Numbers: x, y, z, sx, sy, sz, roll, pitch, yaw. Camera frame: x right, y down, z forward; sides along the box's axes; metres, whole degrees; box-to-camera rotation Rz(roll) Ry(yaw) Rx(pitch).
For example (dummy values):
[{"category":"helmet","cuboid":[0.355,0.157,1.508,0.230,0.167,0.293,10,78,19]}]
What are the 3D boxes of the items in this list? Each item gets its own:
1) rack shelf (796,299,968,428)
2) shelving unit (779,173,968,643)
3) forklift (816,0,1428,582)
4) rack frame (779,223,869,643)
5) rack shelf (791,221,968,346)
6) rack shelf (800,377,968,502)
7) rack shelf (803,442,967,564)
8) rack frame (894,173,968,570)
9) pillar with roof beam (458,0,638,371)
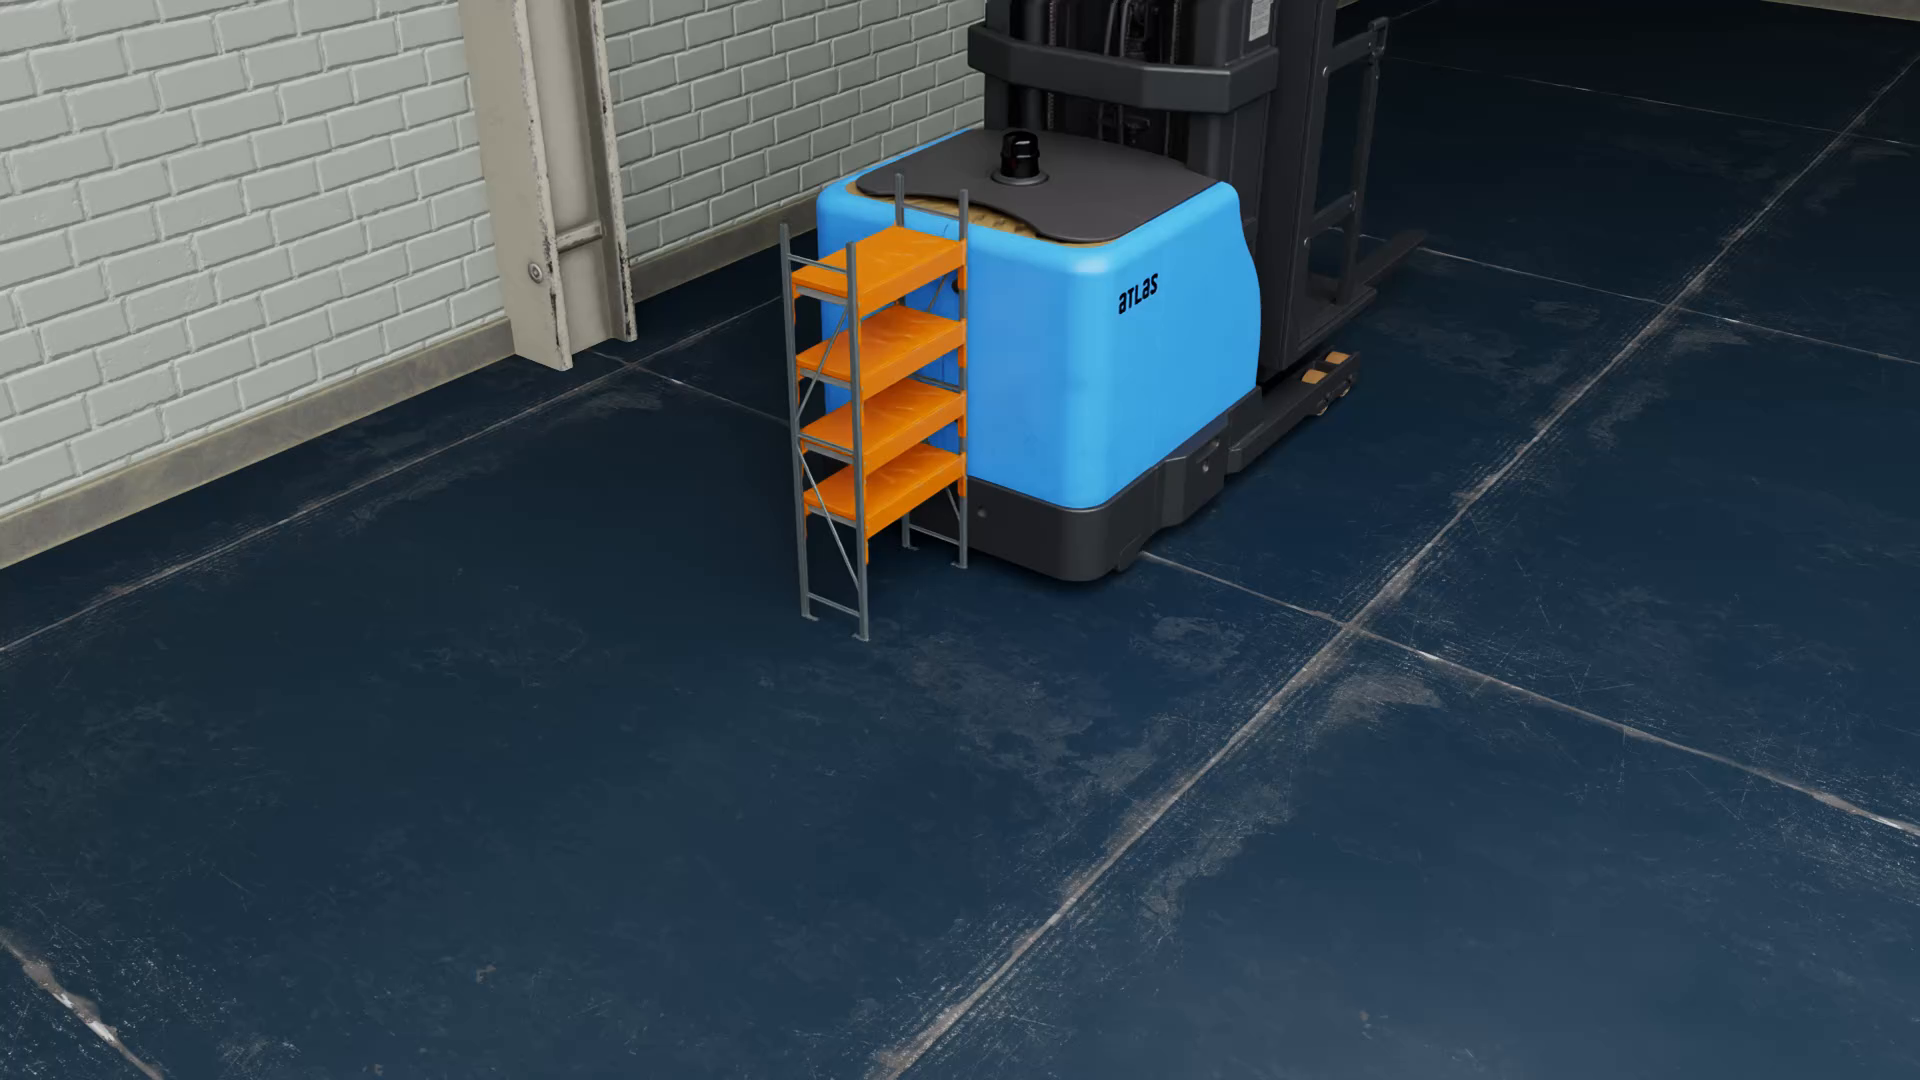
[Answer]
[{"category":"rack shelf","cuboid":[-0.221,-0.495,4.602,0.258,0.148,0.480,20,36,30]},{"category":"shelving unit","cuboid":[-0.221,-0.361,4.682,0.258,1.200,0.503,20,36,30]},{"category":"forklift","cuboid":[0.821,-1.837,5.475,1.130,2.935,3.031,20,36,30]},{"category":"rack frame","cuboid":[-0.362,-0.259,4.510,0.240,1.200,0.015,20,36,30]},{"category":"rack shelf","cuboid":[-0.221,-0.699,4.481,0.258,0.148,0.480,20,36,30]},{"category":"rack shelf","cuboid":[-0.221,-0.303,4.716,0.258,0.148,0.480,20,36,30]},{"category":"rack shelf","cuboid":[-0.221,-0.132,4.817,0.258,0.148,0.480,20,36,30]},{"category":"rack frame","cuboid":[-0.080,-0.462,4.853,0.240,1.200,0.015,20,36,30]},{"category":"pillar with roof beam","cuboid":[1.915,-3.316,2.019,9.100,9.000,0.400,21,37,31]}]
